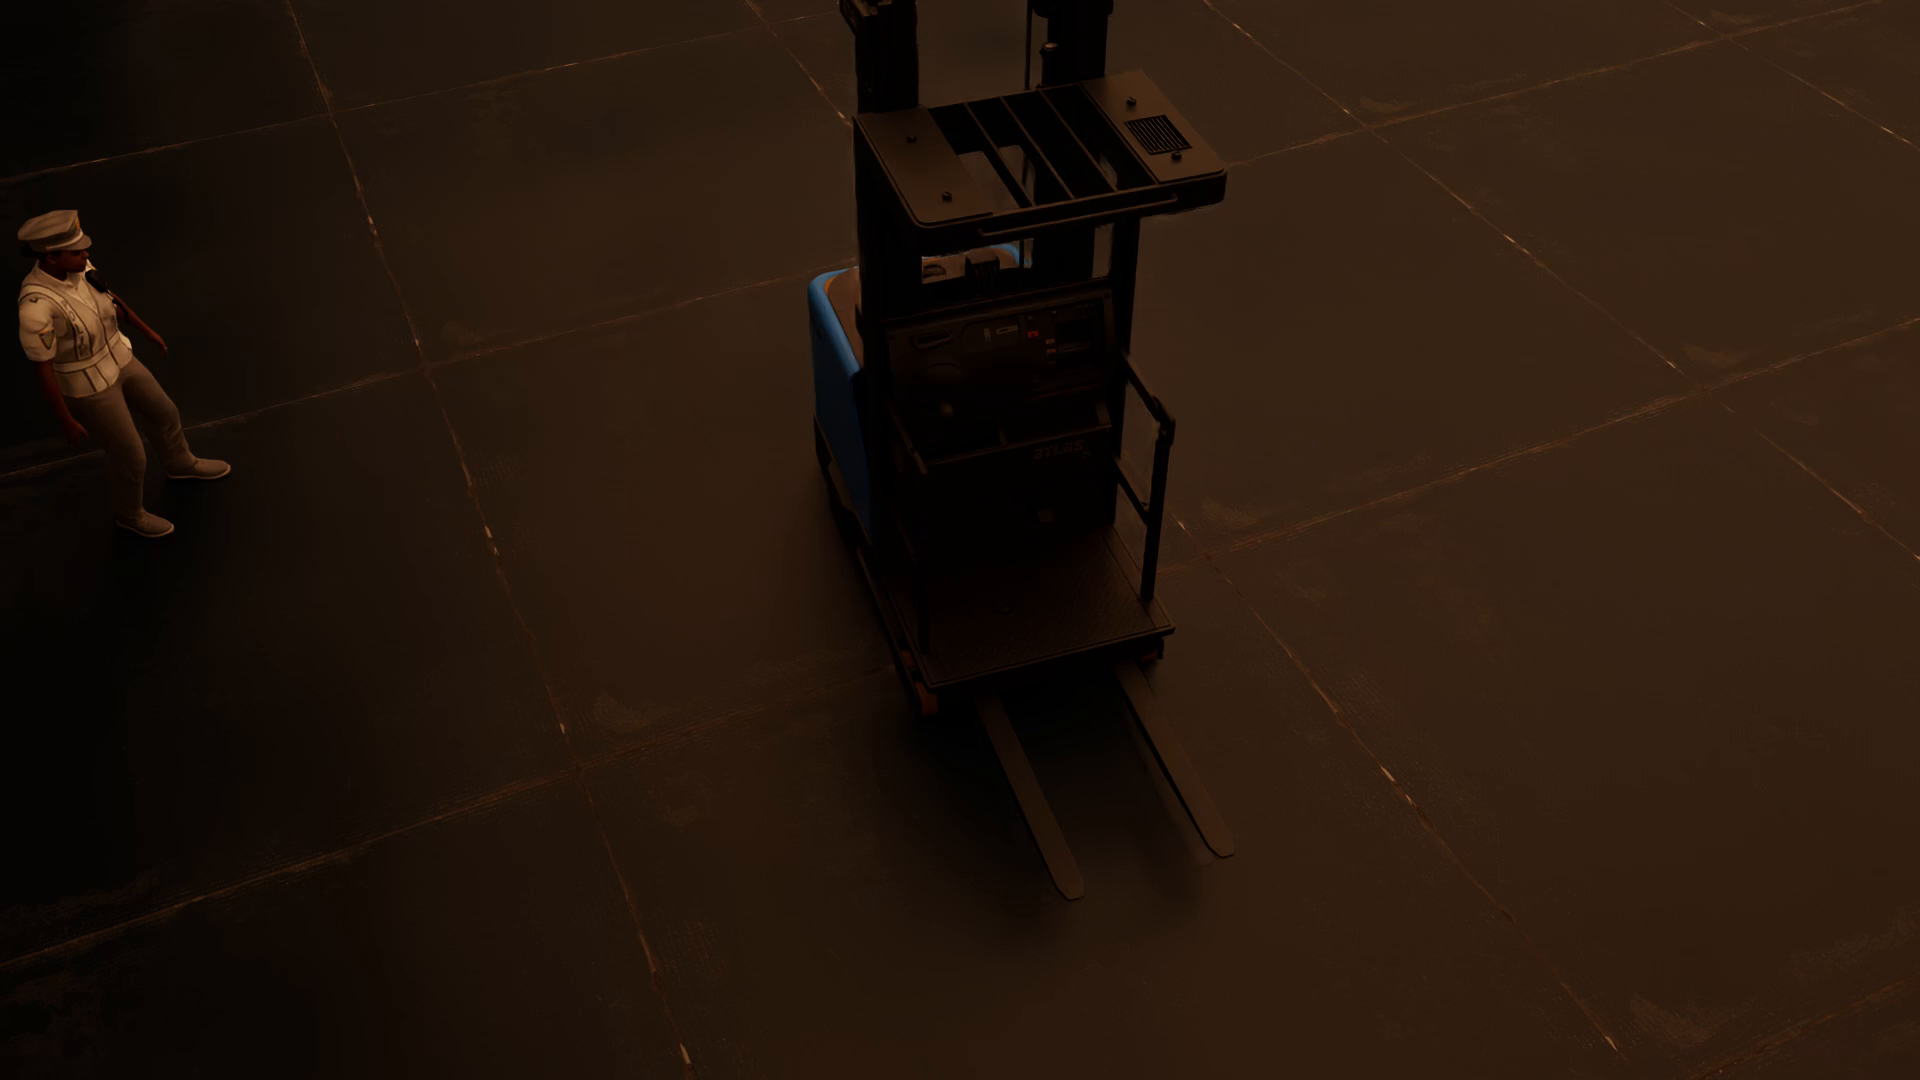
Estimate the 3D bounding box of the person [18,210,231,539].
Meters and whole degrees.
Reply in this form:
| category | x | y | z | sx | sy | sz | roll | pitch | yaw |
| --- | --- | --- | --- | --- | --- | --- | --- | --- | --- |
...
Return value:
| category | x | y | z | sx | sy | sz | roll | pitch | yaw |
| --- | --- | --- | --- | --- | --- | --- | --- | --- | --- |
| person | -3.807 | -0.737 | 7.423 | 0.394 | 1.636 | 0.696 | 4 | 43 | 4 |

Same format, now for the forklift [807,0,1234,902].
| category | x | y | z | sx | sy | sz | roll | pitch | yaw |
| --- | --- | --- | --- | --- | --- | --- | --- | --- | --- |
| forklift | 0.237 | -0.639 | 6.364 | 1.130 | 2.935 | 3.031 | -13 | 45 | -13 |
